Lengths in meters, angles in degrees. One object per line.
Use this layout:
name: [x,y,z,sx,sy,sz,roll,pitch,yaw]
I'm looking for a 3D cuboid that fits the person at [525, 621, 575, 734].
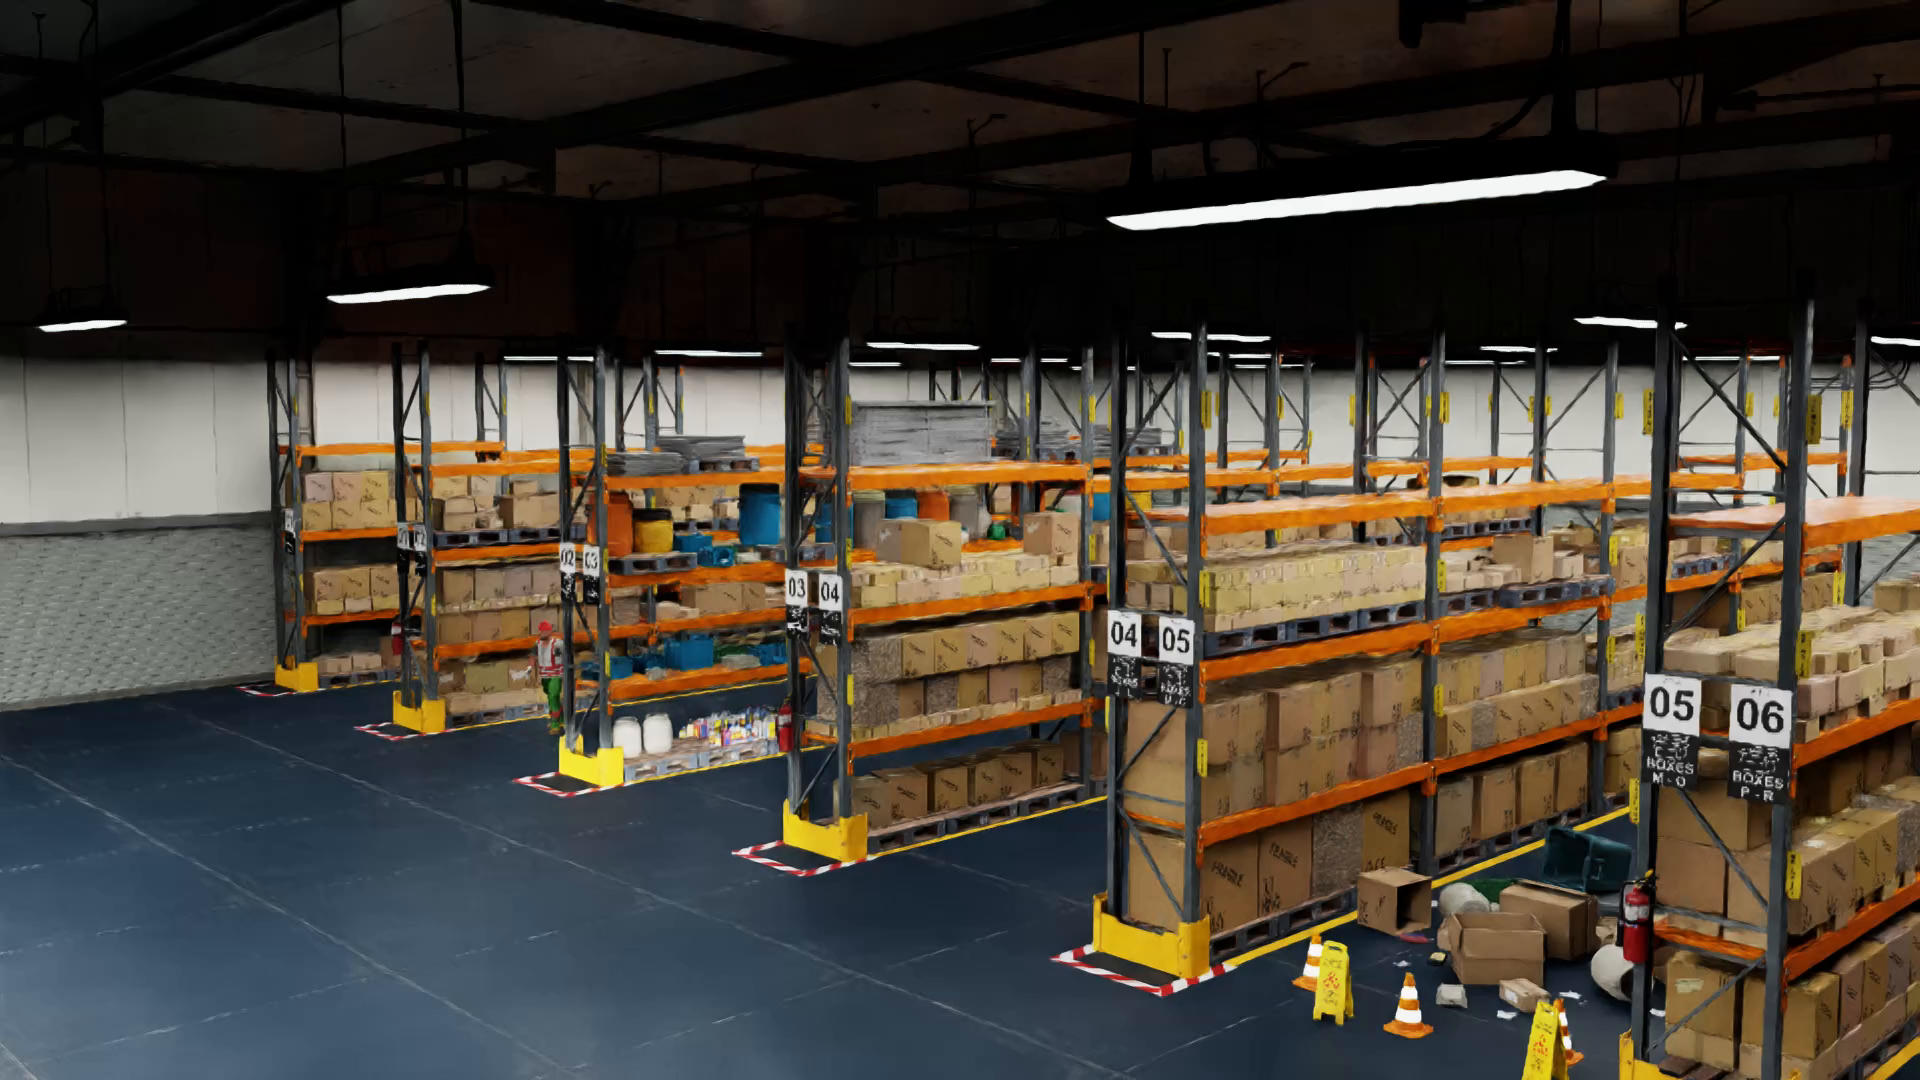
person: [-6.272,2.085,25.564,0.683,1.718,0.811,3,6,27]
